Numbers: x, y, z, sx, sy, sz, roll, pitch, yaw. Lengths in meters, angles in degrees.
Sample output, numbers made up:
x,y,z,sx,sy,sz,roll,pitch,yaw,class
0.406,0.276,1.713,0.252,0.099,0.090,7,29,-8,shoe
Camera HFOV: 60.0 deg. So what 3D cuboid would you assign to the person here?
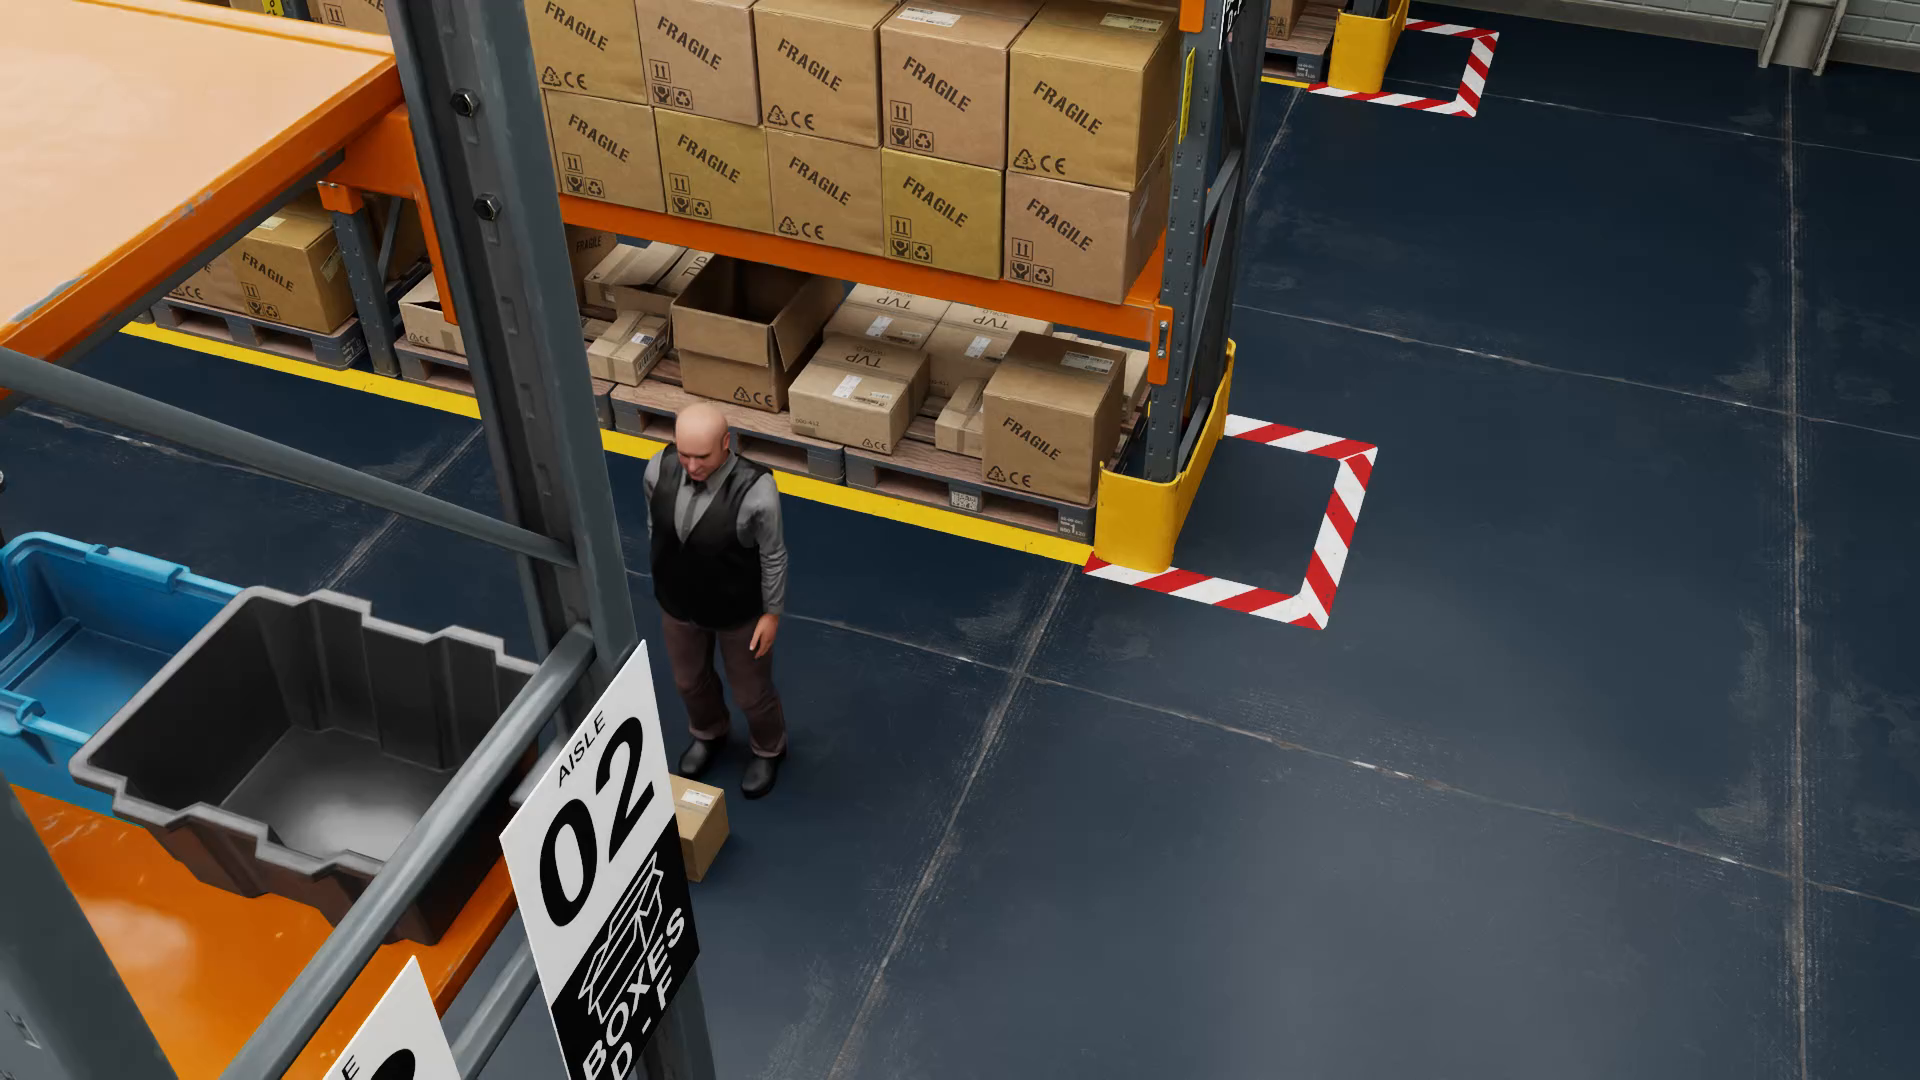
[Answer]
x,y,z,sx,sy,sz,roll,pitch,yaw,class
-0.844,0.230,5.940,0.546,1.697,0.386,14,43,16,person
